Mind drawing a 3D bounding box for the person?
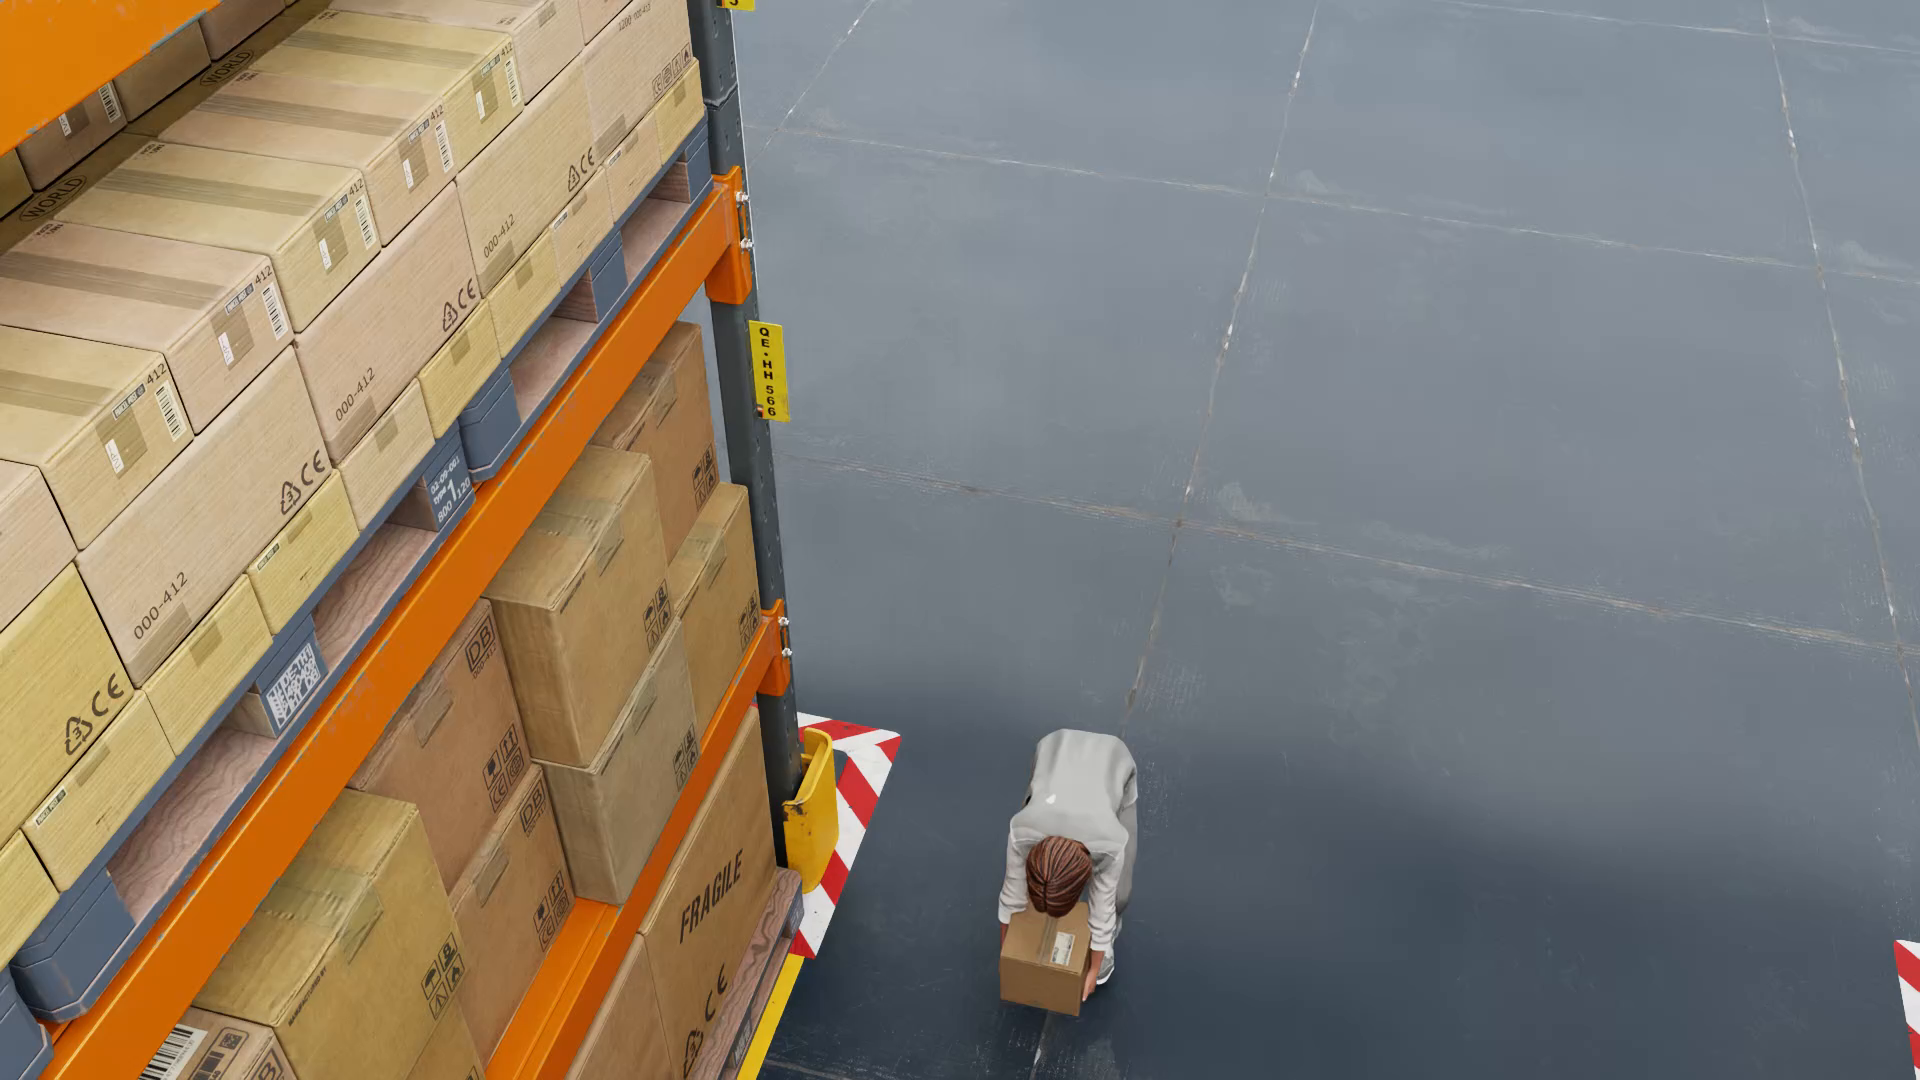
[{"bbox_3d":[0.340,1.105,5.283,0.399,1.118,0.841,9,42,9],"label":"person"}]
